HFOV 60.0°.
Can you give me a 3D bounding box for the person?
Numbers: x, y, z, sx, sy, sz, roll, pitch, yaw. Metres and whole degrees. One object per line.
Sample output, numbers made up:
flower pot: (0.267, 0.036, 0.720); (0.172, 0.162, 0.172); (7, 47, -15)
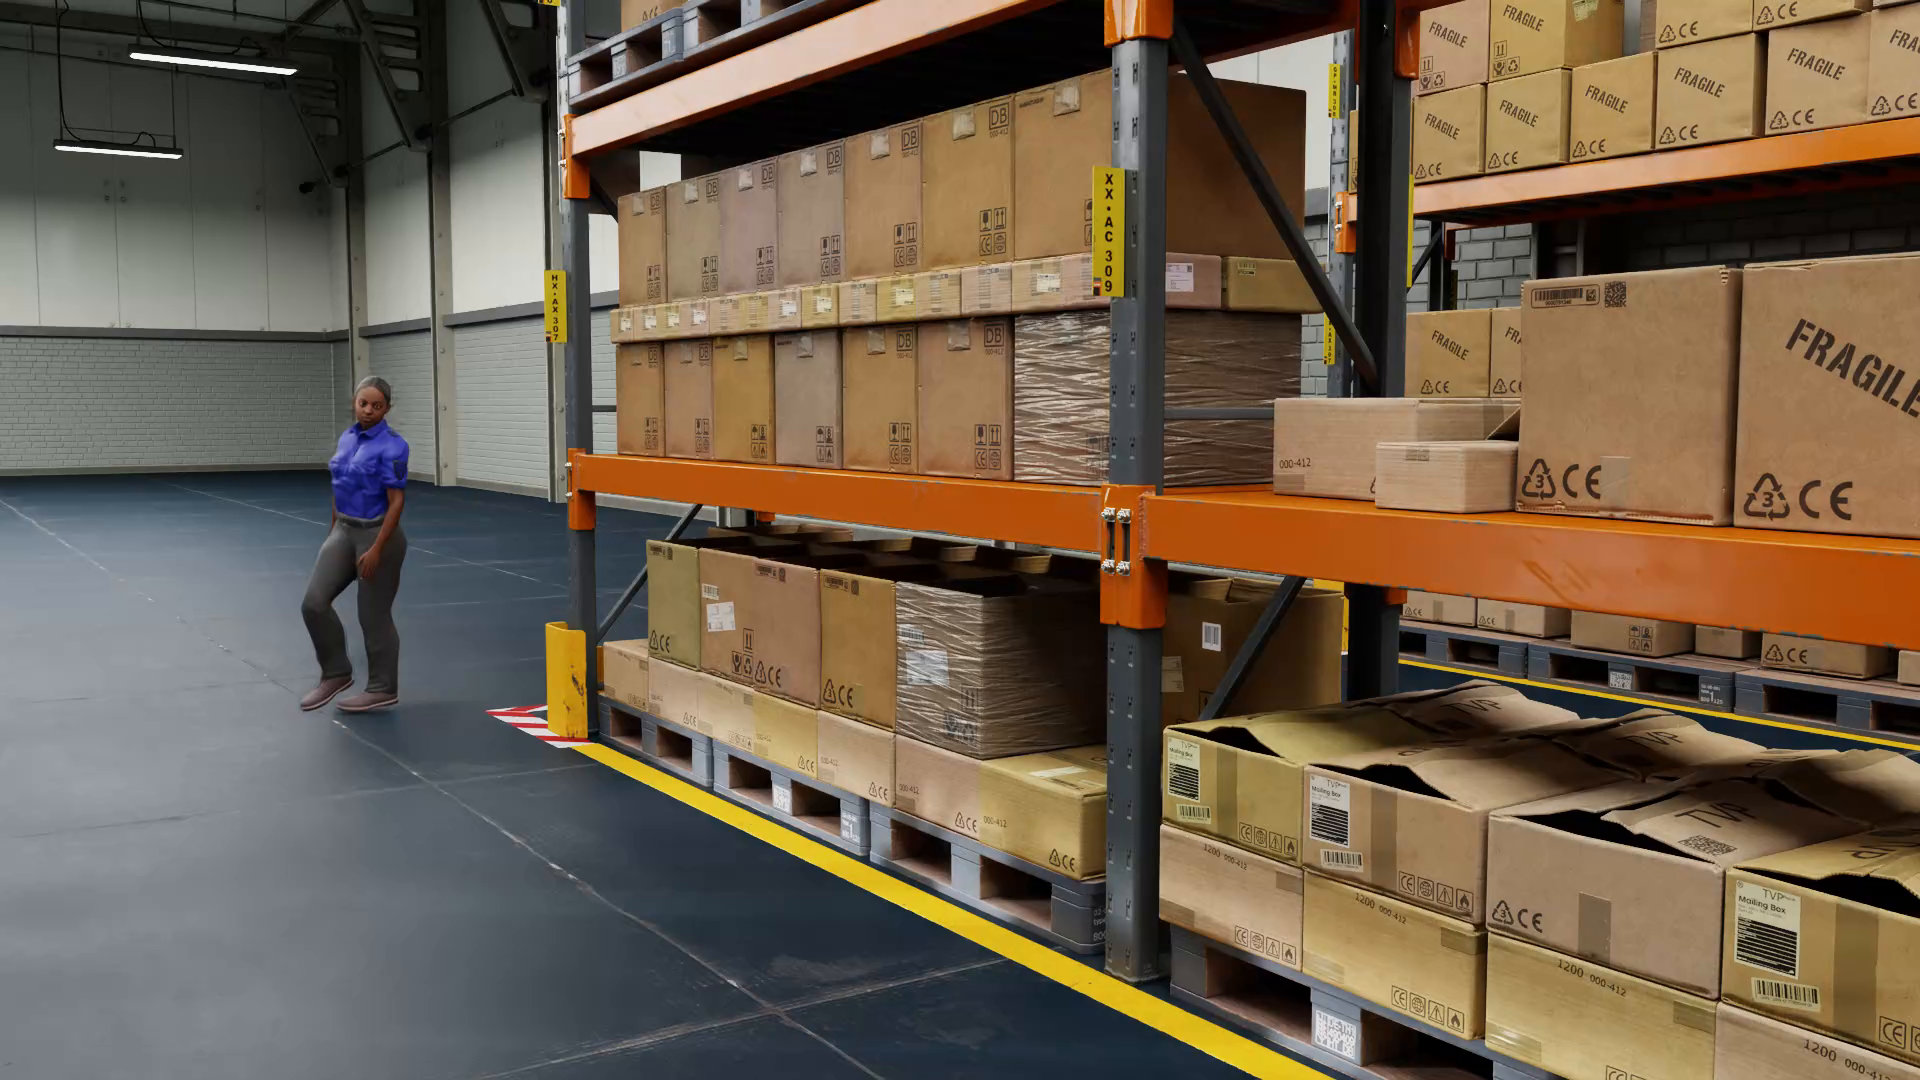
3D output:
person: (-2.925, 0.032, 8.097); (0.557, 1.651, 0.472); (3, 6, 30)
